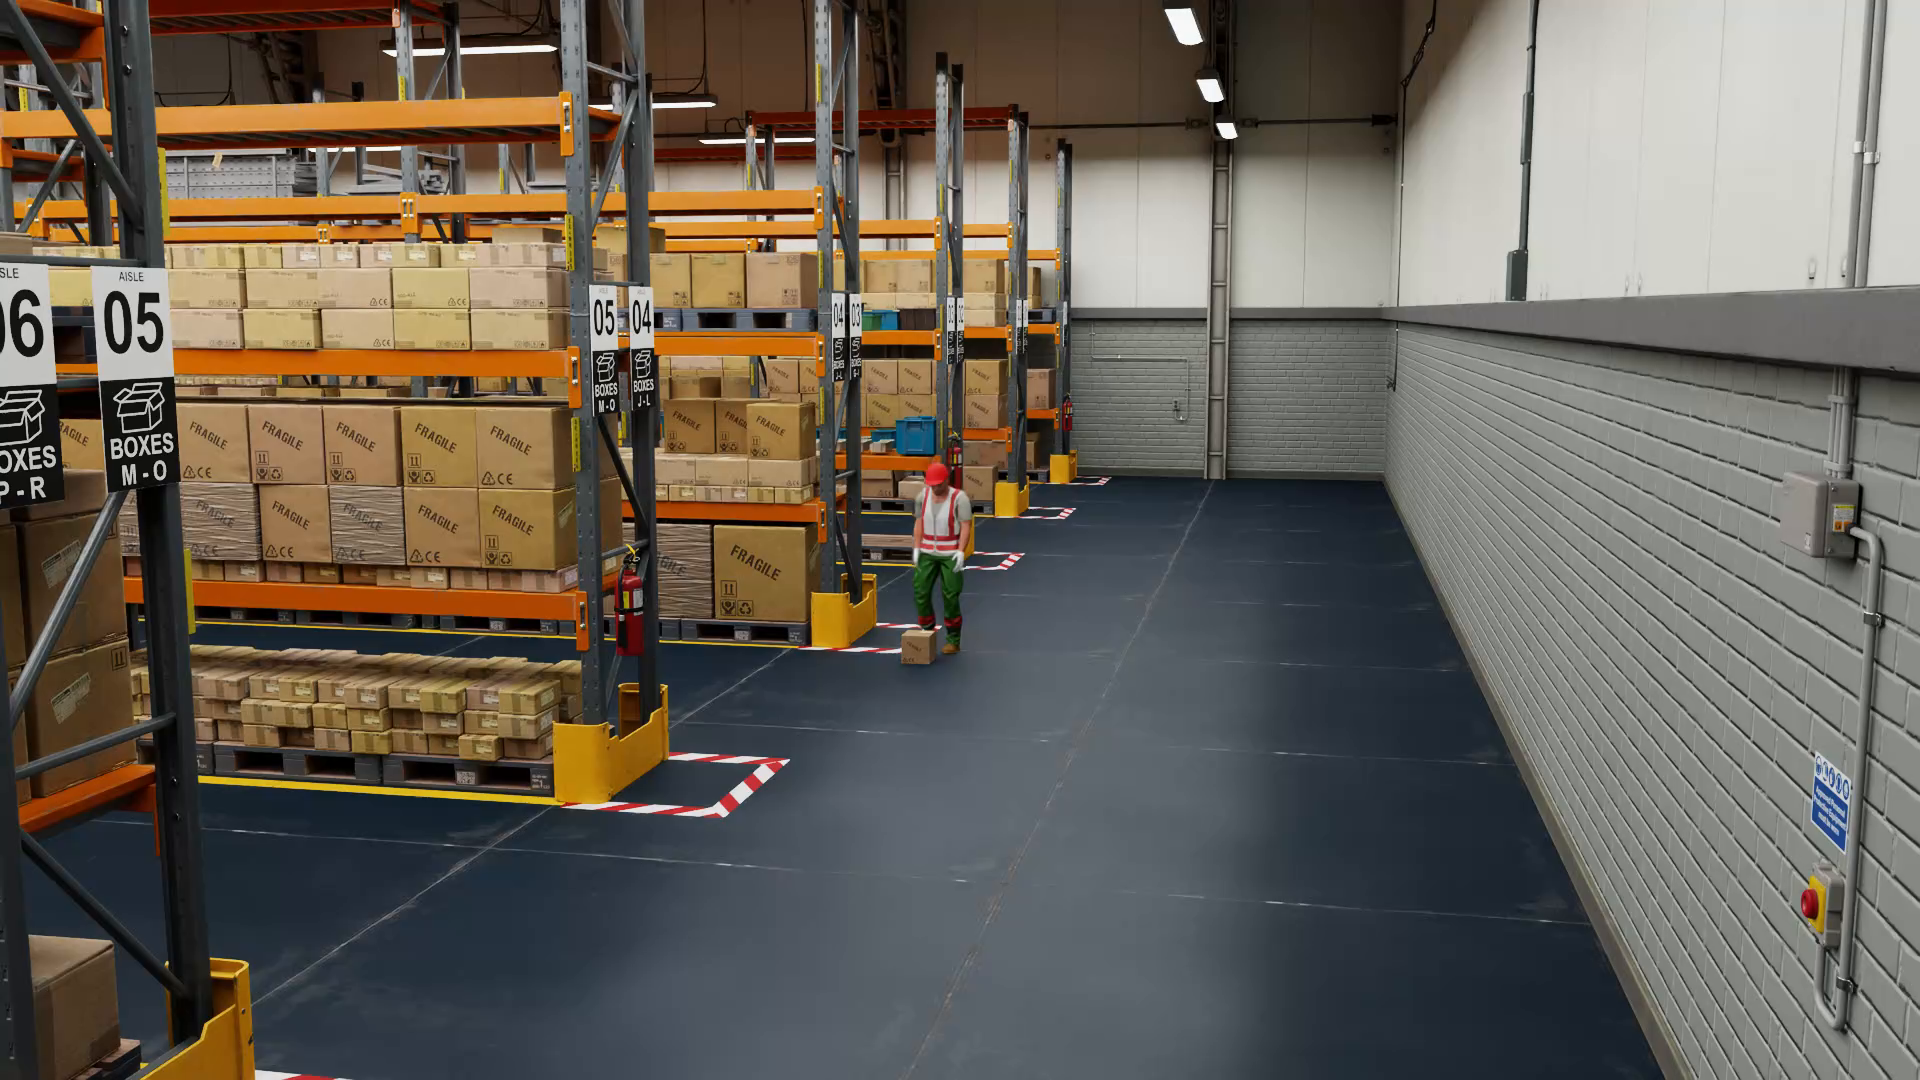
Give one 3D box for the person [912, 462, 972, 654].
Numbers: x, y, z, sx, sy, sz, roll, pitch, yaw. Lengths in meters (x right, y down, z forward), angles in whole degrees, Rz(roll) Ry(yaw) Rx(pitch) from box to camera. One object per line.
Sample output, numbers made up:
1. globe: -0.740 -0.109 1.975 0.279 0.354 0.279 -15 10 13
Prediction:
1. person: -0.167 0.154 14.855 0.547 1.723 0.477 4 9 24
